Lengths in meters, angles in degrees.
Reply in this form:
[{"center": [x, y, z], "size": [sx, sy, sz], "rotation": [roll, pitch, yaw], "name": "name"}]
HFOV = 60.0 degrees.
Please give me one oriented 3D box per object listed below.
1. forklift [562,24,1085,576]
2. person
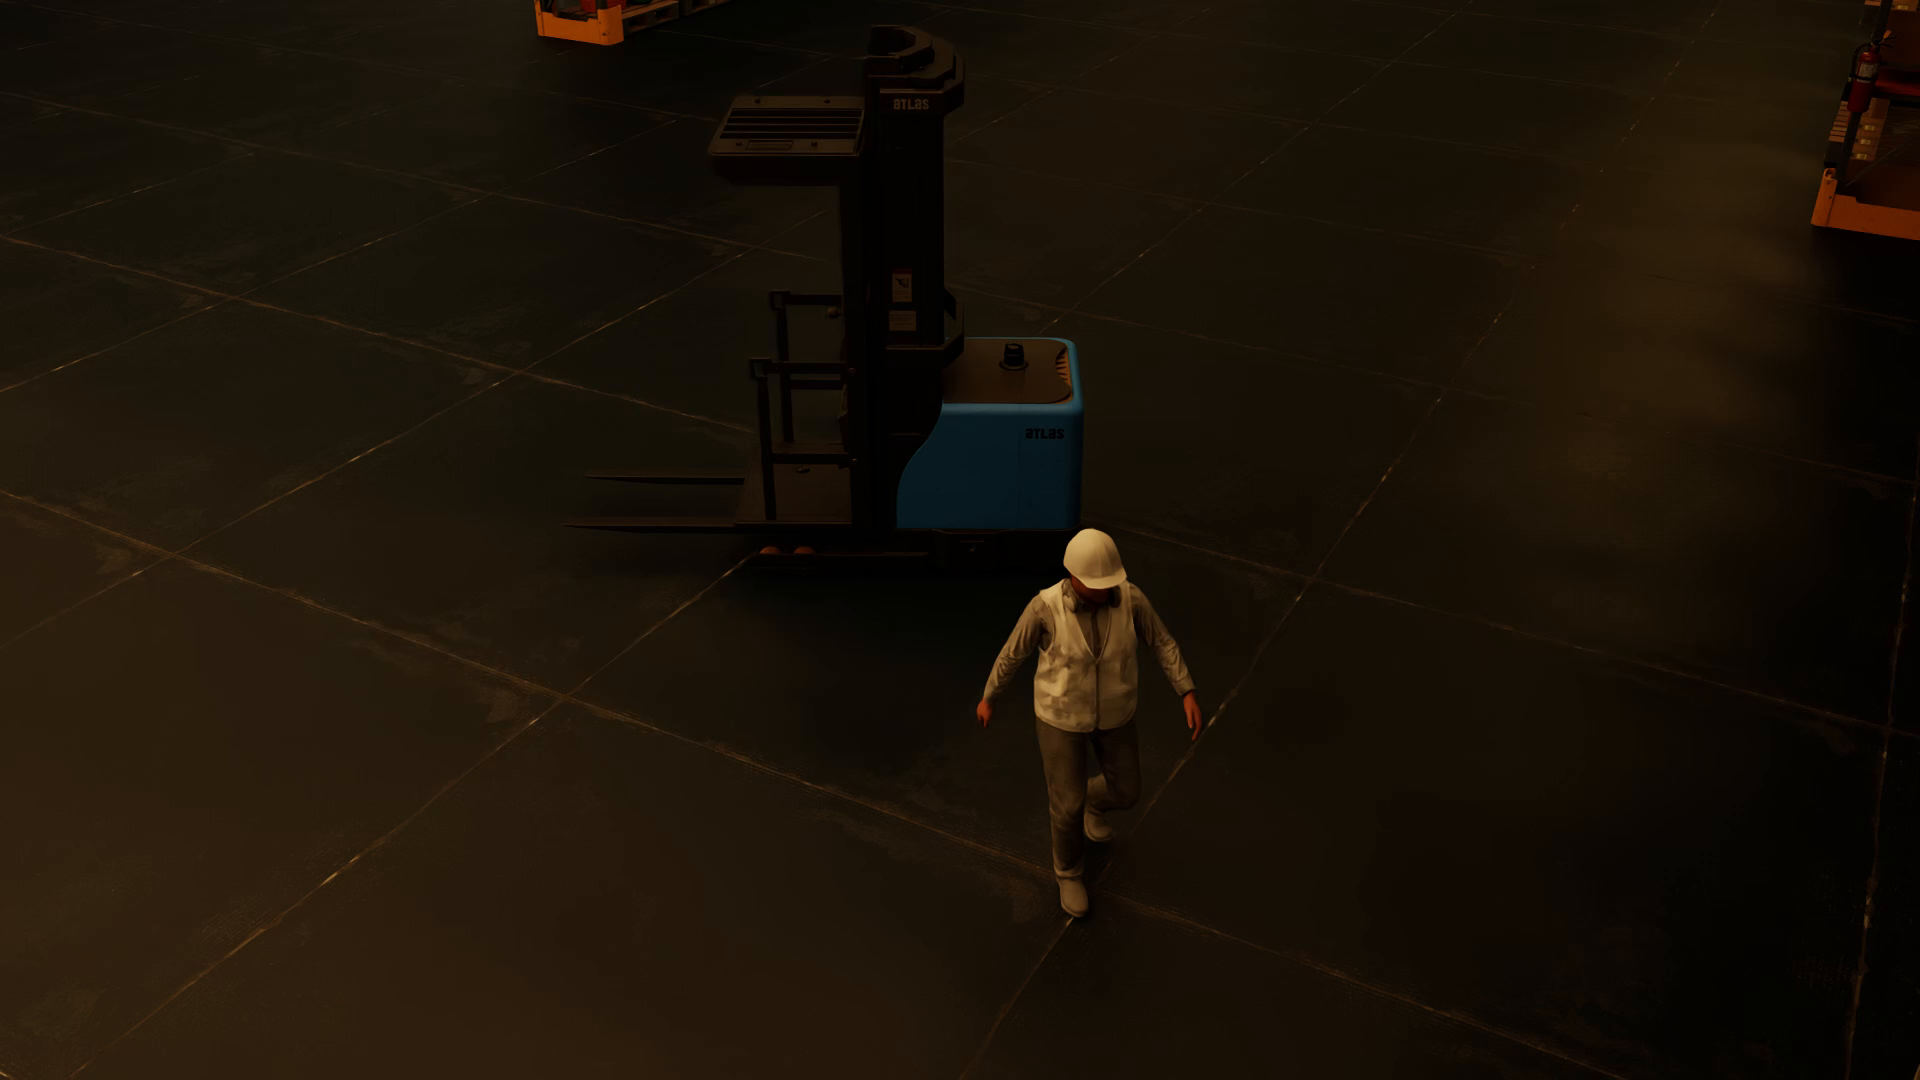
[{"center": [-0.808, -1.325, 9.366], "size": [3.031, 2.935, 1.130], "rotation": [0, 30, 1], "name": "forklift"}, {"center": [0.522, 0.725, 7.000], "size": [0.841, 1.754, 0.669], "rotation": [-7, 31, -12], "name": "person"}]
